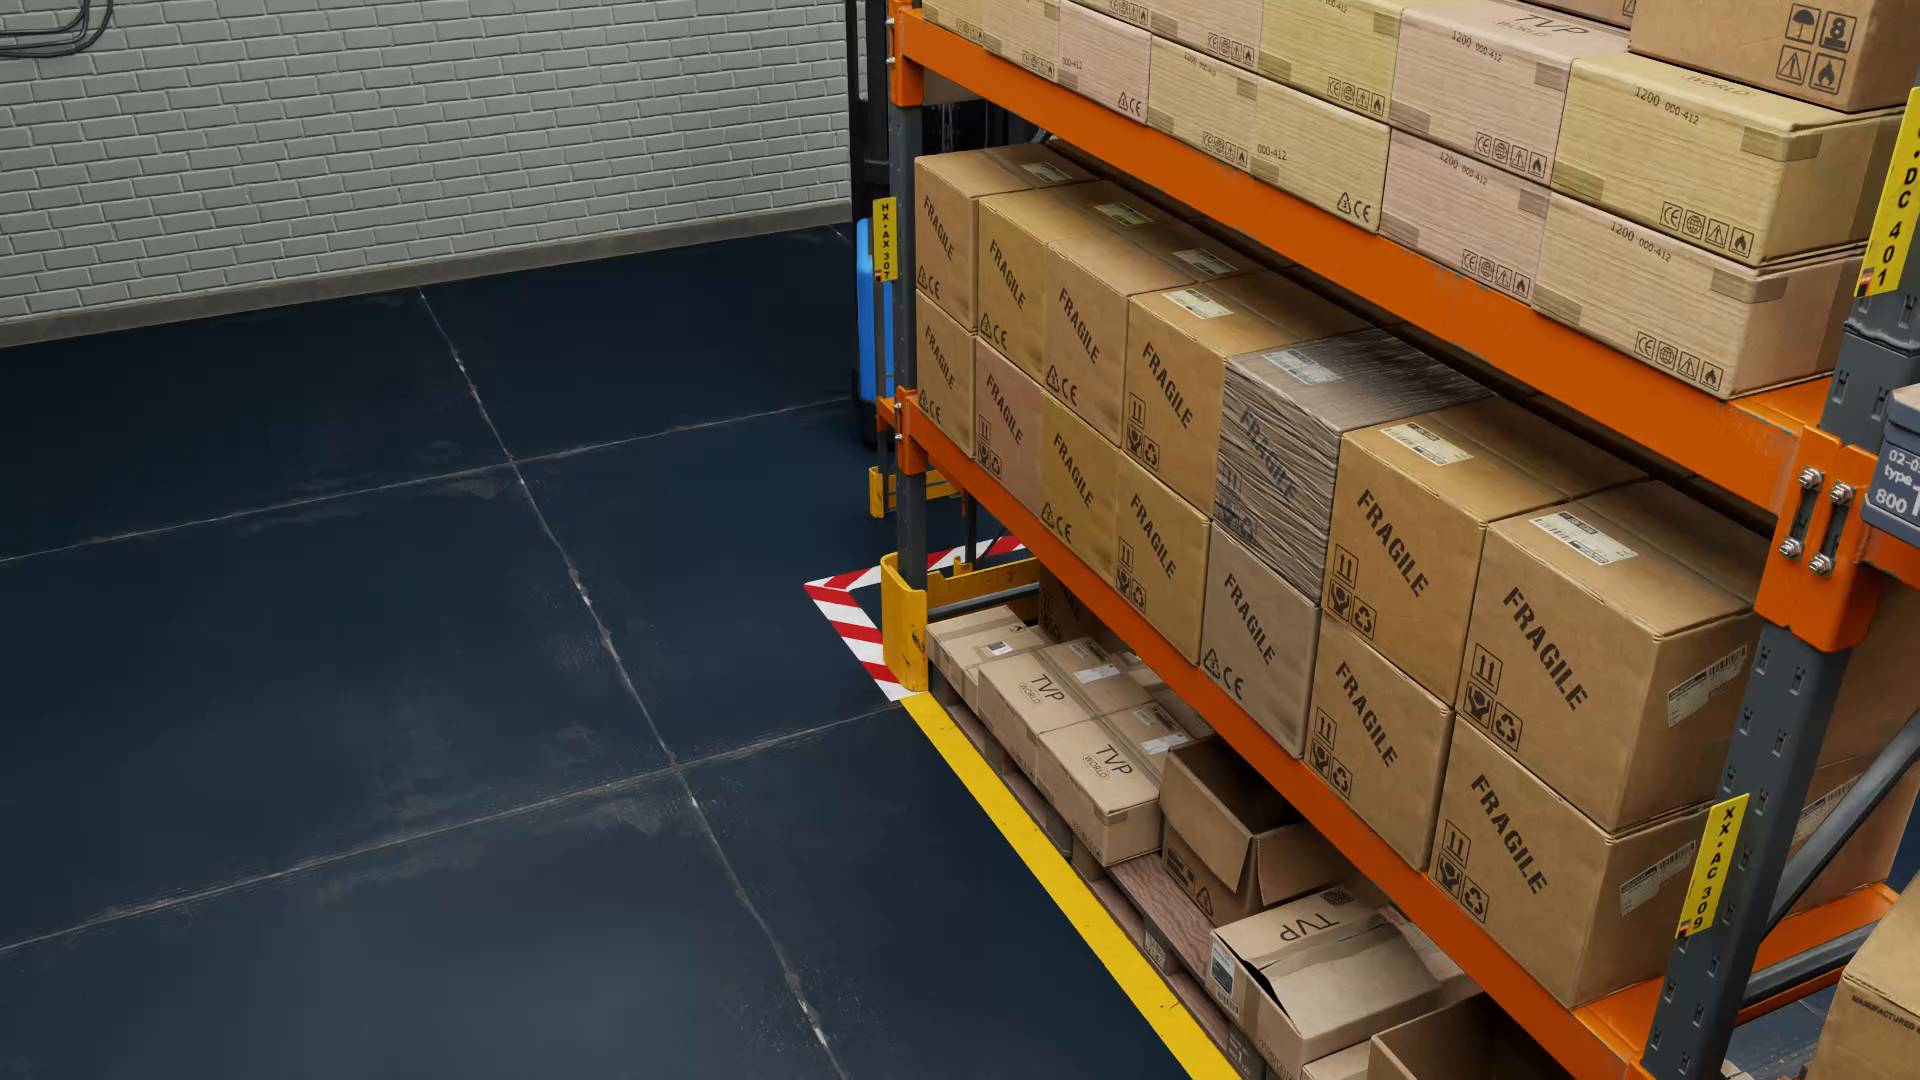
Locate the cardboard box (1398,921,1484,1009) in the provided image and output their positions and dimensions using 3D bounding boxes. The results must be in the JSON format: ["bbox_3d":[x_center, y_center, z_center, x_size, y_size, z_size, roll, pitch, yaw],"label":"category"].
[{"bbox_3d":[1.561,1.320,5.276,0.380,0.166,0.250,-13,32,-22],"label":"cardboard box"}]

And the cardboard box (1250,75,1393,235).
[{"bbox_3d":[1.050,-0.957,3.976,0.500,0.250,0.500,-13,32,-22],"label":"cardboard box"}]

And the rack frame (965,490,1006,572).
[{"bbox_3d":[0.255,-0.392,7.415,0.500,1.500,0.032,-13,32,-22],"label":"rack frame"}]

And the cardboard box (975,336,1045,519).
[{"bbox_3d":[0.388,-0.445,5.875,0.500,0.500,0.500,-13,32,-22],"label":"cardboard box"}]

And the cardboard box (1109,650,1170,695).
[{"bbox_3d":[0.758,0.550,6.649,0.380,0.166,0.250,-13,32,-22],"label":"cardboard box"}]

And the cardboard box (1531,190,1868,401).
[{"bbox_3d":[1.477,-0.515,3.188,0.500,0.250,0.500,-13,32,-22],"label":"cardboard box"}]

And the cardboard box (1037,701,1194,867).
[{"bbox_3d":[0.616,0.869,5.995,0.500,0.250,0.500,-13,32,-22],"label":"cardboard box"}]

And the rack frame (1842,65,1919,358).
[{"bbox_3d":[1.926,-1.730,2.134,1.000,3.000,0.127,-13,32,-22],"label":"rack frame"}]

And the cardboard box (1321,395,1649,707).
[{"bbox_3d":[1.253,0.013,4.036,0.500,0.500,0.500,-14,32,-23],"label":"cardboard box"}]

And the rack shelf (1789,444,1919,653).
[{"bbox_3d":[2.785,0.776,1.468,1.077,0.370,4.000,-13,32,-22],"label":"rack shelf"}]

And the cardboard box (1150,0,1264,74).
[{"bbox_3d":[0.834,-1.396,4.248,0.500,0.250,0.500,-13,32,-22],"label":"cardboard box"}]

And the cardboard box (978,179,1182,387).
[{"bbox_3d":[0.393,-0.879,5.626,0.500,0.500,0.500,-13,32,-21],"label":"cardboard box"}]

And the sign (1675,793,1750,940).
[{"bbox_3d":[1.440,0.627,3.180,0.100,0.325,0.005,-13,32,-22],"label":"sign"}]

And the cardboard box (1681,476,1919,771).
[{"bbox_3d":[1.978,0.140,3.809,0.500,0.500,0.500,-12,32,-21],"label":"cardboard box"}]

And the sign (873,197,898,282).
[{"bbox_3d":[-0.281,-1.144,6.337,0.100,0.325,0.005,-13,32,-22],"label":"sign"}]

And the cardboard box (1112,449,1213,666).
[{"bbox_3d":[0.814,-0.002,5.084,0.500,0.500,0.500,-13,32,-21],"label":"cardboard box"}]

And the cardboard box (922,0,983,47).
[{"bbox_3d":[0.200,-1.843,5.556,0.500,0.250,0.500,-13,32,-22],"label":"cardboard box"}]

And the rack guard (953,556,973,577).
[{"bbox_3d":[0.247,0.145,7.736,0.587,0.250,0.087,-13,32,-22],"label":"rack guard"}]

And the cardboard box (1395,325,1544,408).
[{"bbox_3d":[1.536,-0.315,4.620,0.500,0.500,0.500,-14,32,-23],"label":"cardboard box"}]

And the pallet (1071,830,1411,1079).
[{"bbox_3d":[1.105,1.260,5.787,1.003,0.211,1.213,-13,32,-22],"label":"pallet"}]

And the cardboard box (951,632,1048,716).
[{"bbox_3d":[0.186,0.532,6.682,0.380,0.166,0.250,-13,32,-22],"label":"cardboard box"}]

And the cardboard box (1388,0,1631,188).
[{"bbox_3d":[1.261,-0.953,3.459,0.500,0.250,0.500,-13,32,-22],"label":"cardboard box"}]

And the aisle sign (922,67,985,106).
[{"bbox_3d":[-0.085,-1.982,6.060,0.394,0.787,0.004,-13,32,-22],"label":"aisle sign"}]

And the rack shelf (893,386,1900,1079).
[{"bbox_3d":[1.068,0.317,5.353,1.077,0.370,4.000,-13,32,-22],"label":"rack shelf"}]

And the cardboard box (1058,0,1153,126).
[{"bbox_3d":[0.619,-1.398,4.764,0.500,0.250,0.500,-13,32,-22],"label":"cardboard box"}]

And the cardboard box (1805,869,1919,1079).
[{"bbox_3d":[1.928,0.916,3.017,0.700,0.500,0.500,-26,38,-38],"label":"cardboard box"}]

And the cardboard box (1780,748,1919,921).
[{"bbox_3d":[1.954,0.561,4.080,0.500,0.500,0.500,-12,32,-21],"label":"cardboard box"}]

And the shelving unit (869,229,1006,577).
[{"bbox_3d":[0.033,-0.620,7.823,0.587,1.500,1.083,-13,32,-22],"label":"shelving unit"}]

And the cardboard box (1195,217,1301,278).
[{"bbox_3d":[1.093,-0.770,5.431,0.500,0.500,0.500,-12,32,-21],"label":"cardboard box"}]

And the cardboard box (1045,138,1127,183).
[{"bbox_3d":[0.649,-1.221,6.236,0.500,0.500,0.500,-13,32,-22],"label":"cardboard box"}]

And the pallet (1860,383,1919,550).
[{"bbox_3d":[2.143,-0.037,2.374,1.213,0.211,1.003,-13,32,-22],"label":"pallet"}]

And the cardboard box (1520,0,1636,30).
[{"bbox_3d":[1.597,-1.359,3.414,0.700,0.500,0.500,-13,32,-22],"label":"cardboard box"}]

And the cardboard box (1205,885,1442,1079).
[{"bbox_3d":[1.104,1.344,5.085,0.500,0.311,0.500,-13,32,-22],"label":"cardboard box"}]

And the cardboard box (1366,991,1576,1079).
[{"bbox_3d":[1.426,1.593,4.448,0.500,0.500,0.500,-13,32,-22],"label":"cardboard box"}]

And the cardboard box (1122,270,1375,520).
[{"bbox_3d":[0.822,-0.433,4.830,0.500,0.500,0.500,-13,32,-22],"label":"cardboard box"}]

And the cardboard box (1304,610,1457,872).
[{"bbox_3d":[1.258,0.449,4.280,0.500,0.500,0.500,-12,31,-21],"label":"cardboard box"}]

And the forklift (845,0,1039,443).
[{"bbox_3d":[-0.104,-2.495,9.703,1.130,2.935,3.031,-2,29,-3],"label":"forklift"}]
